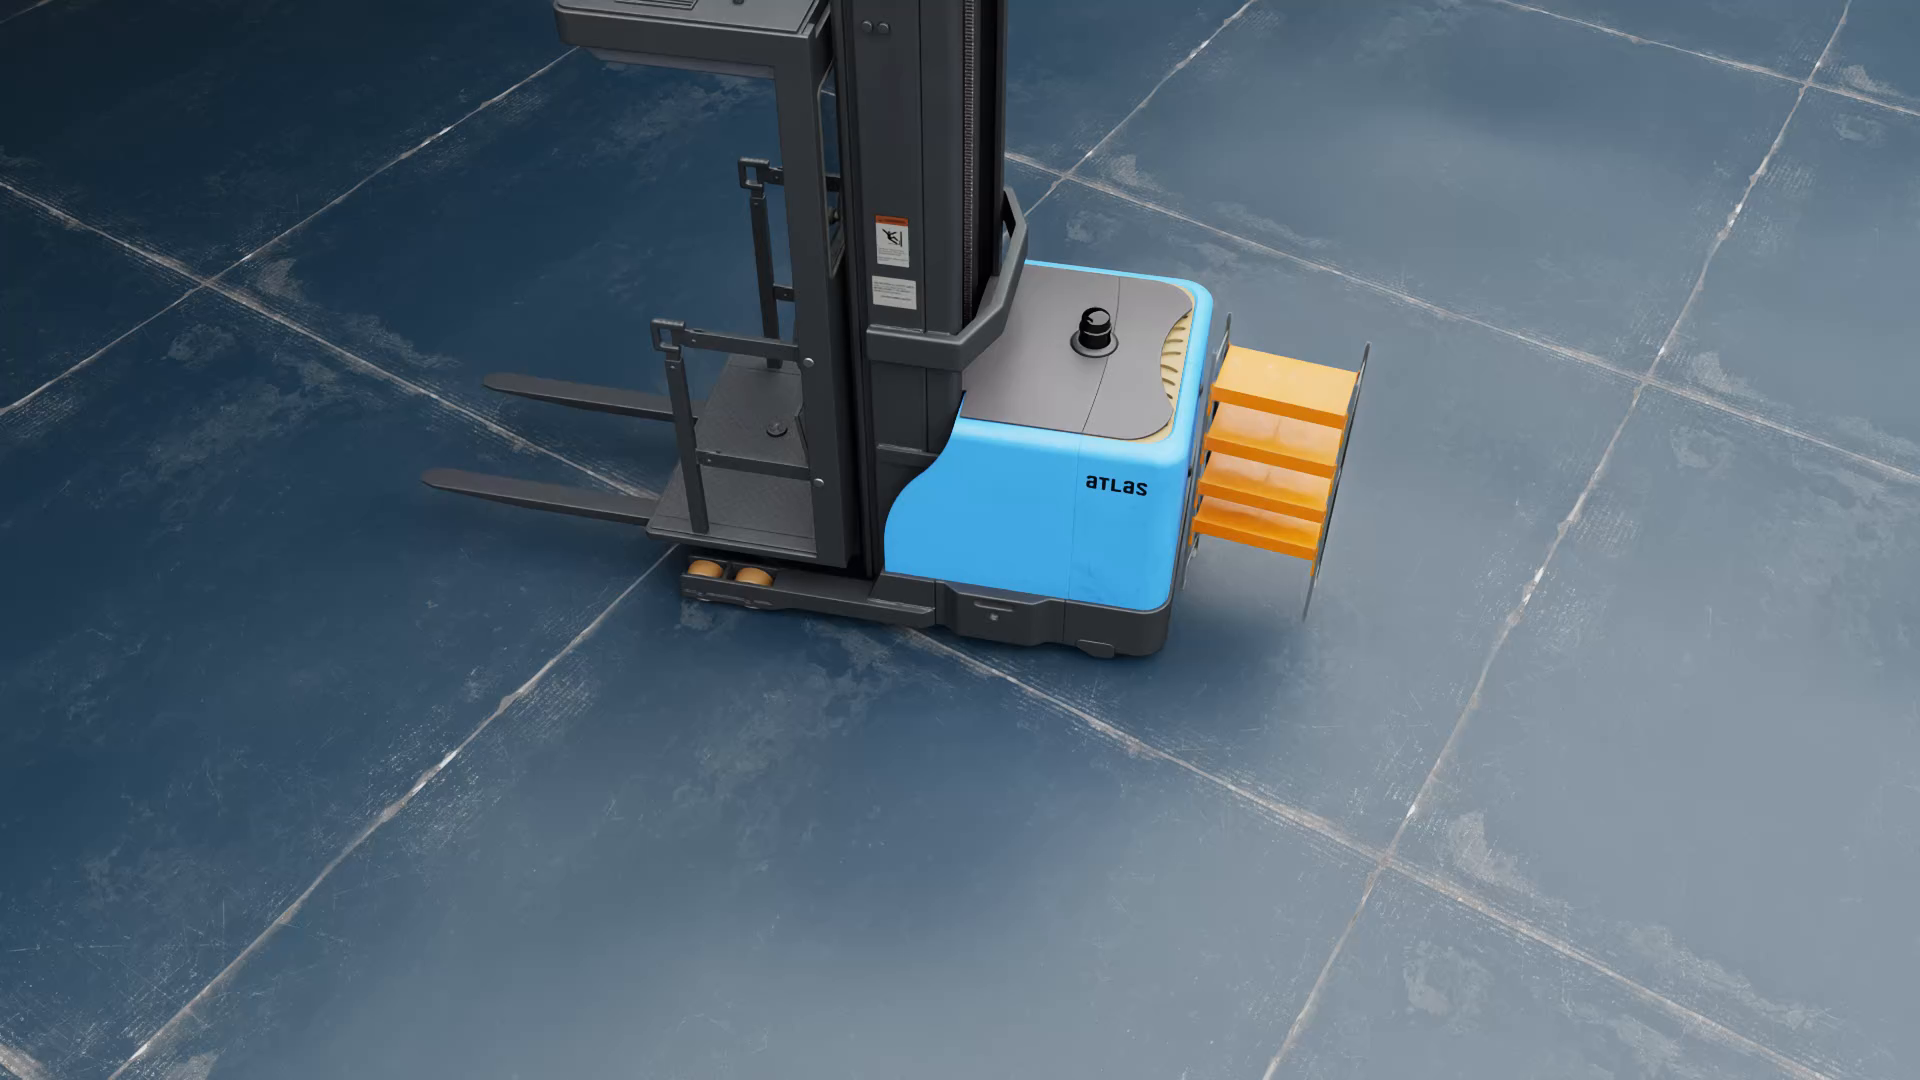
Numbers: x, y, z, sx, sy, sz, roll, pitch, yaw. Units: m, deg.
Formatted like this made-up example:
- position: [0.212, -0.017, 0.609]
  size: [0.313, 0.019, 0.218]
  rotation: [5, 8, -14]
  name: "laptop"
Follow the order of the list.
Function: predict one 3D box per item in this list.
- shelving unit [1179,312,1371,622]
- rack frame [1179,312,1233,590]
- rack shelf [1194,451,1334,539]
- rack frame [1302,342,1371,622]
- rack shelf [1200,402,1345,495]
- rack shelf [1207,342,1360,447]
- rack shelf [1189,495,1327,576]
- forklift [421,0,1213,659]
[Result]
- position: [1.142, -0.243, 6.150]
  size: [0.503, 1.200, 0.258]
  rotation: [14, 48, 14]
  name: "shelving unit"
- position: [0.913, -0.303, 6.208]
  size: [0.015, 1.200, 0.240]
  rotation: [14, 48, 14]
  name: "rack frame"
- position: [1.142, -0.196, 6.198]
  size: [0.480, 0.148, 0.258]
  rotation: [14, 48, 14]
  name: "rack shelf"
- position: [1.372, -0.184, 6.092]
  size: [0.015, 1.200, 0.240]
  rotation: [14, 48, 14]
  name: "rack frame"
- position: [1.142, -0.352, 6.038]
  size: [0.480, 0.148, 0.258]
  rotation: [14, 48, 14]
  name: "rack shelf"
- position: [1.142, -0.517, 5.868]
  size: [0.480, 0.148, 0.258]
  rotation: [14, 48, 14]
  name: "rack shelf"
- position: [1.142, -0.058, 6.341]
  size: [0.480, 0.148, 0.258]
  rotation: [14, 48, 14]
  name: "rack shelf"
- position: [-0.617, -1.115, 5.790]
  size: [3.031, 2.935, 1.130]
  rotation: [9, 46, 8]
  name: "forklift"
